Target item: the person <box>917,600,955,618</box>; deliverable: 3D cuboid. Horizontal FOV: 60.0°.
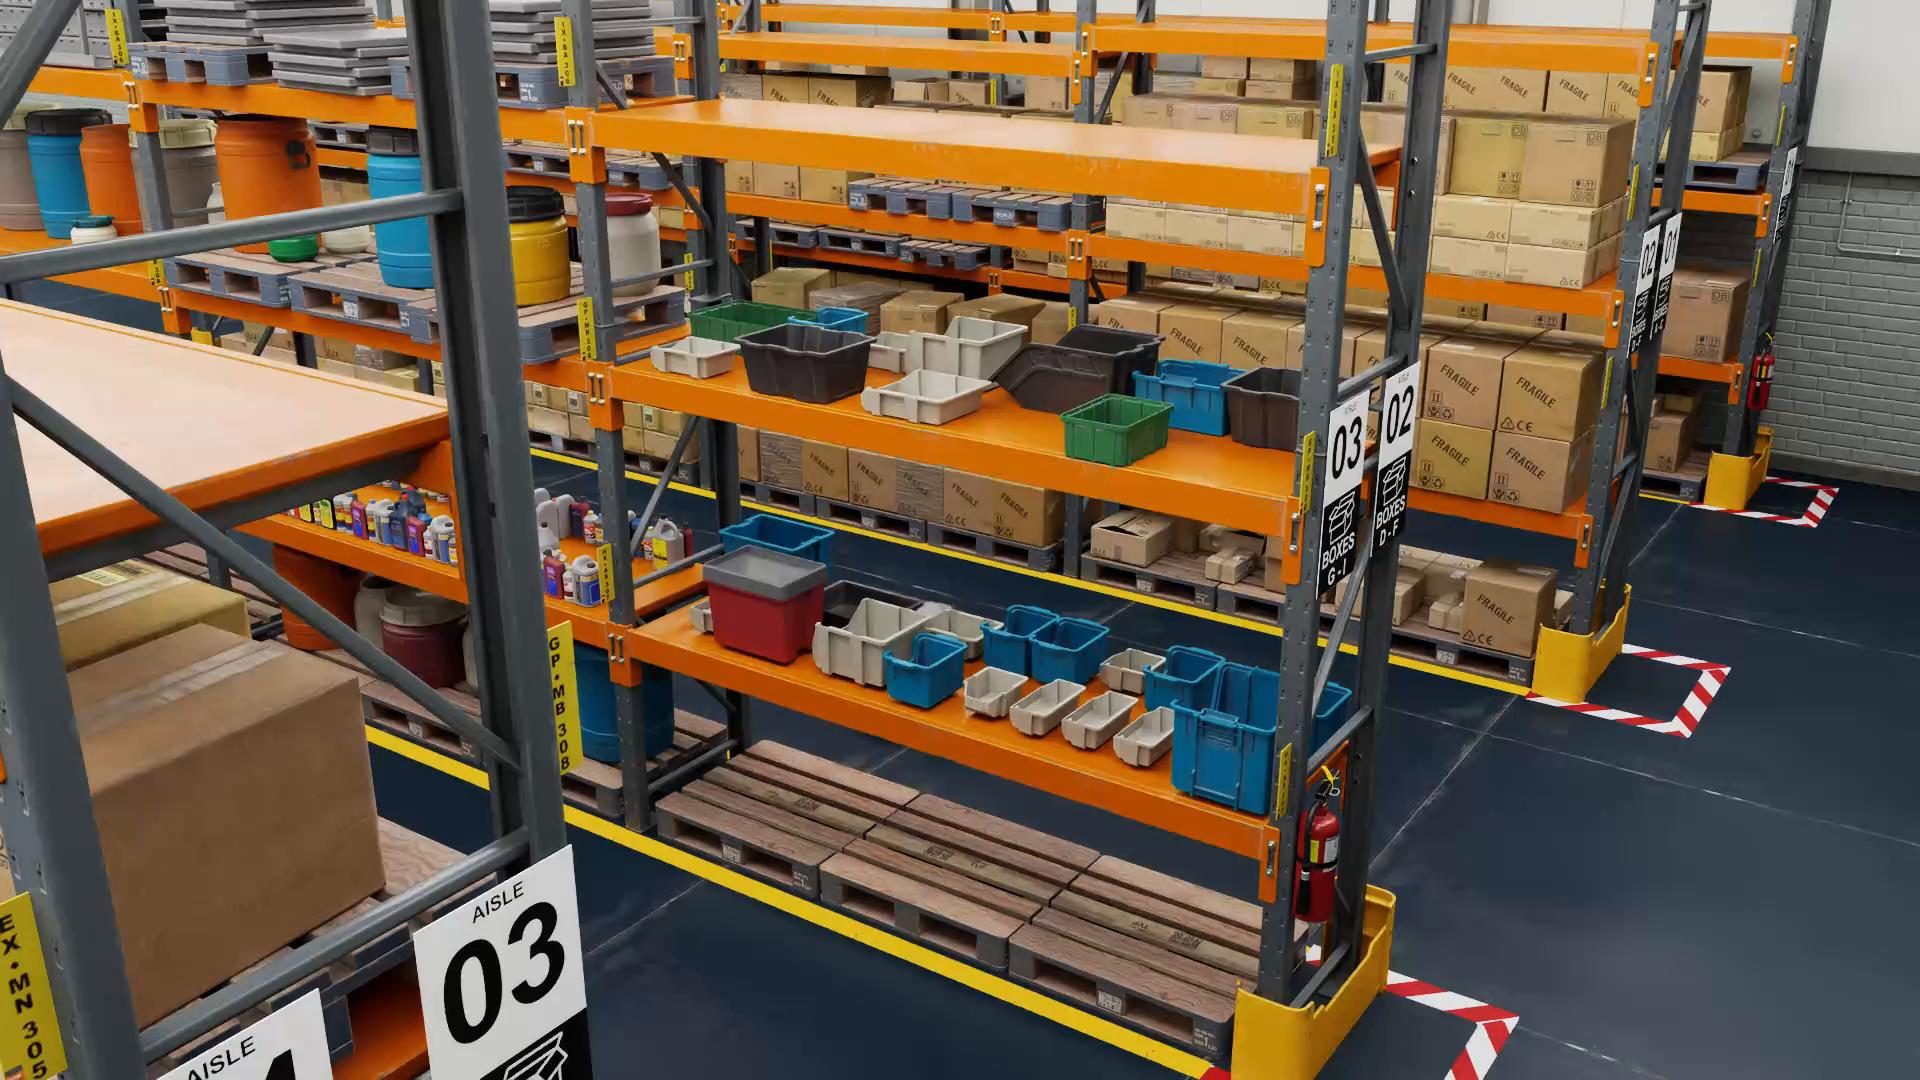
[{"bbox_3d":[-0.302,0.831,11.102,0.422,0.760,0.873,12,23,30],"label":"person"}]
